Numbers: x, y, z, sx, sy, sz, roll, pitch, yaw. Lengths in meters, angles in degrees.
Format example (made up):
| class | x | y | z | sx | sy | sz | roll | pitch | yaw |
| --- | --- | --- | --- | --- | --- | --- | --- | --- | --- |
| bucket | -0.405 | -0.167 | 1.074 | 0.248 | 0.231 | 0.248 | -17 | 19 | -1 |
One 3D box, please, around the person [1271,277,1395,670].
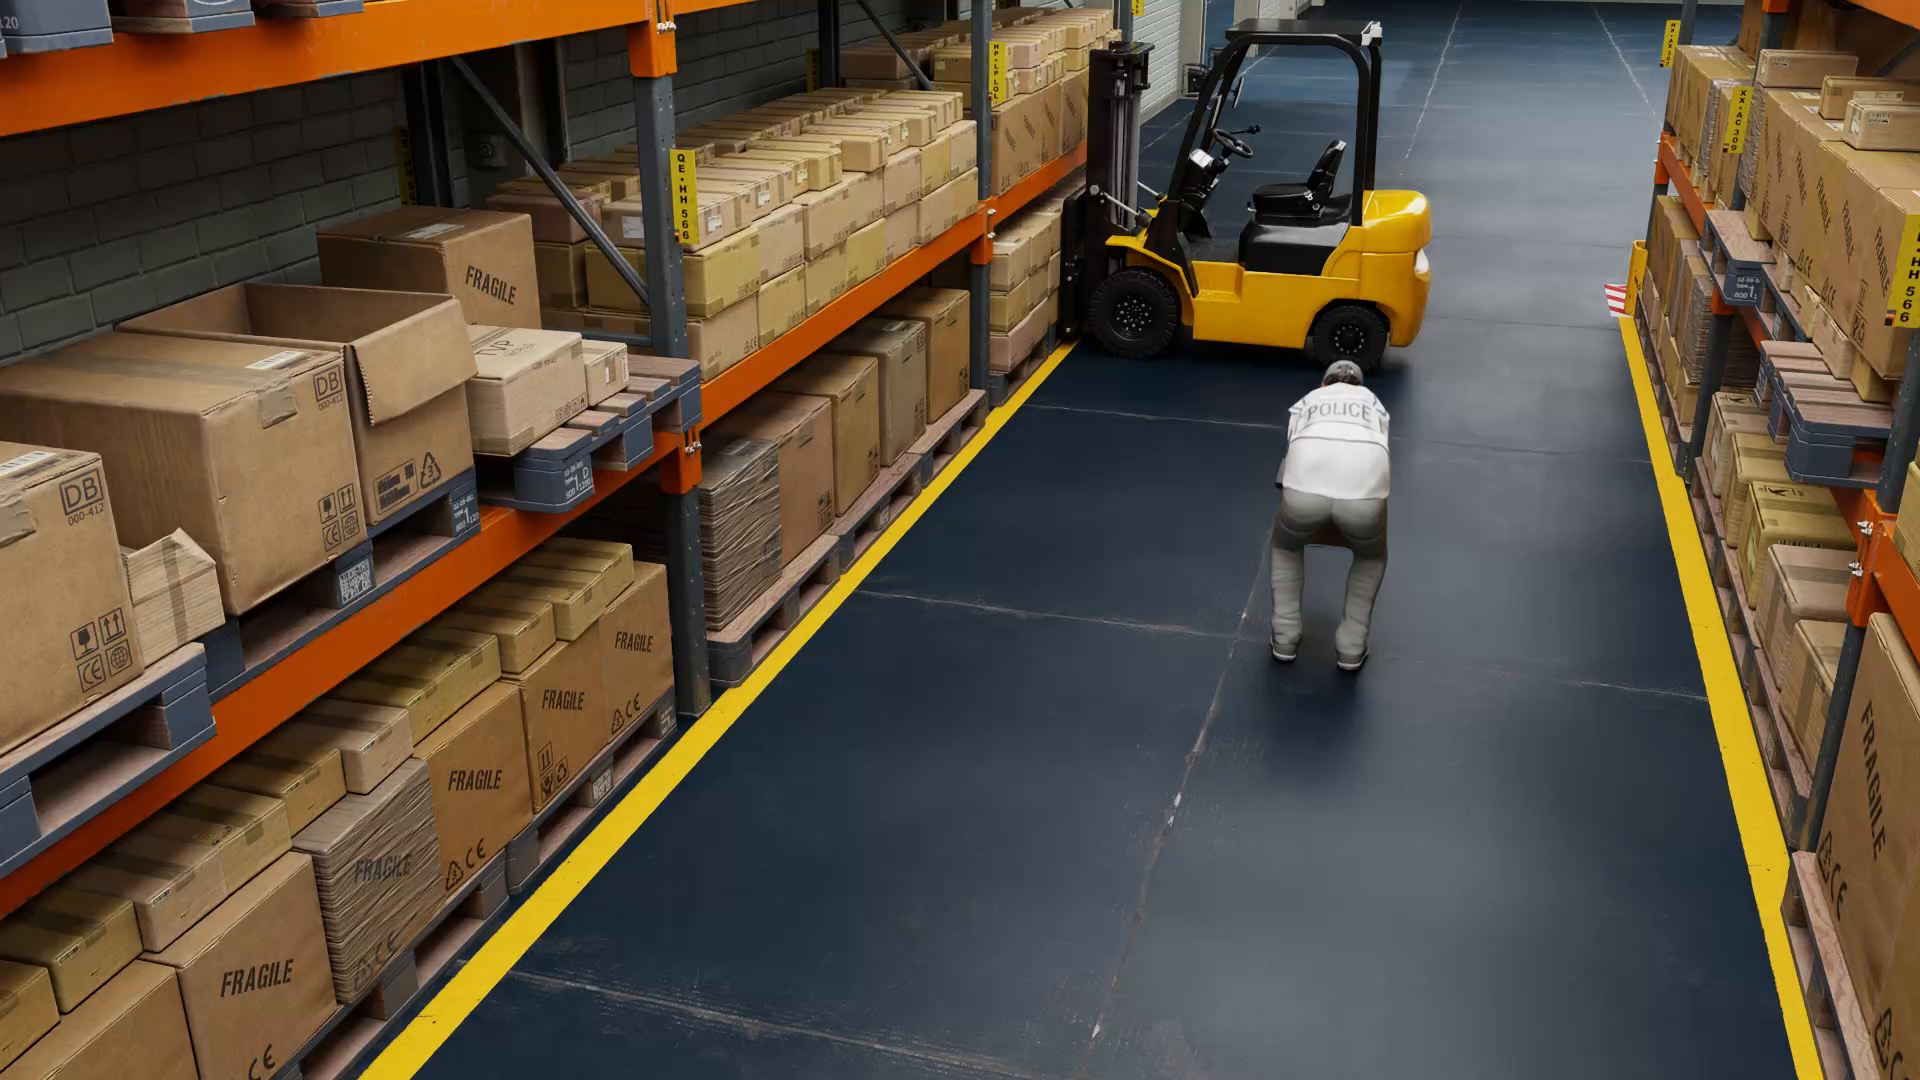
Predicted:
| class | x | y | z | sx | sy | sz | roll | pitch | yaw |
| --- | --- | --- | --- | --- | --- | --- | --- | --- | --- |
| person | 1.551 | -0.269 | 6.886 | 0.453 | 1.571 | 0.683 | 6 | 23 | 15 |
